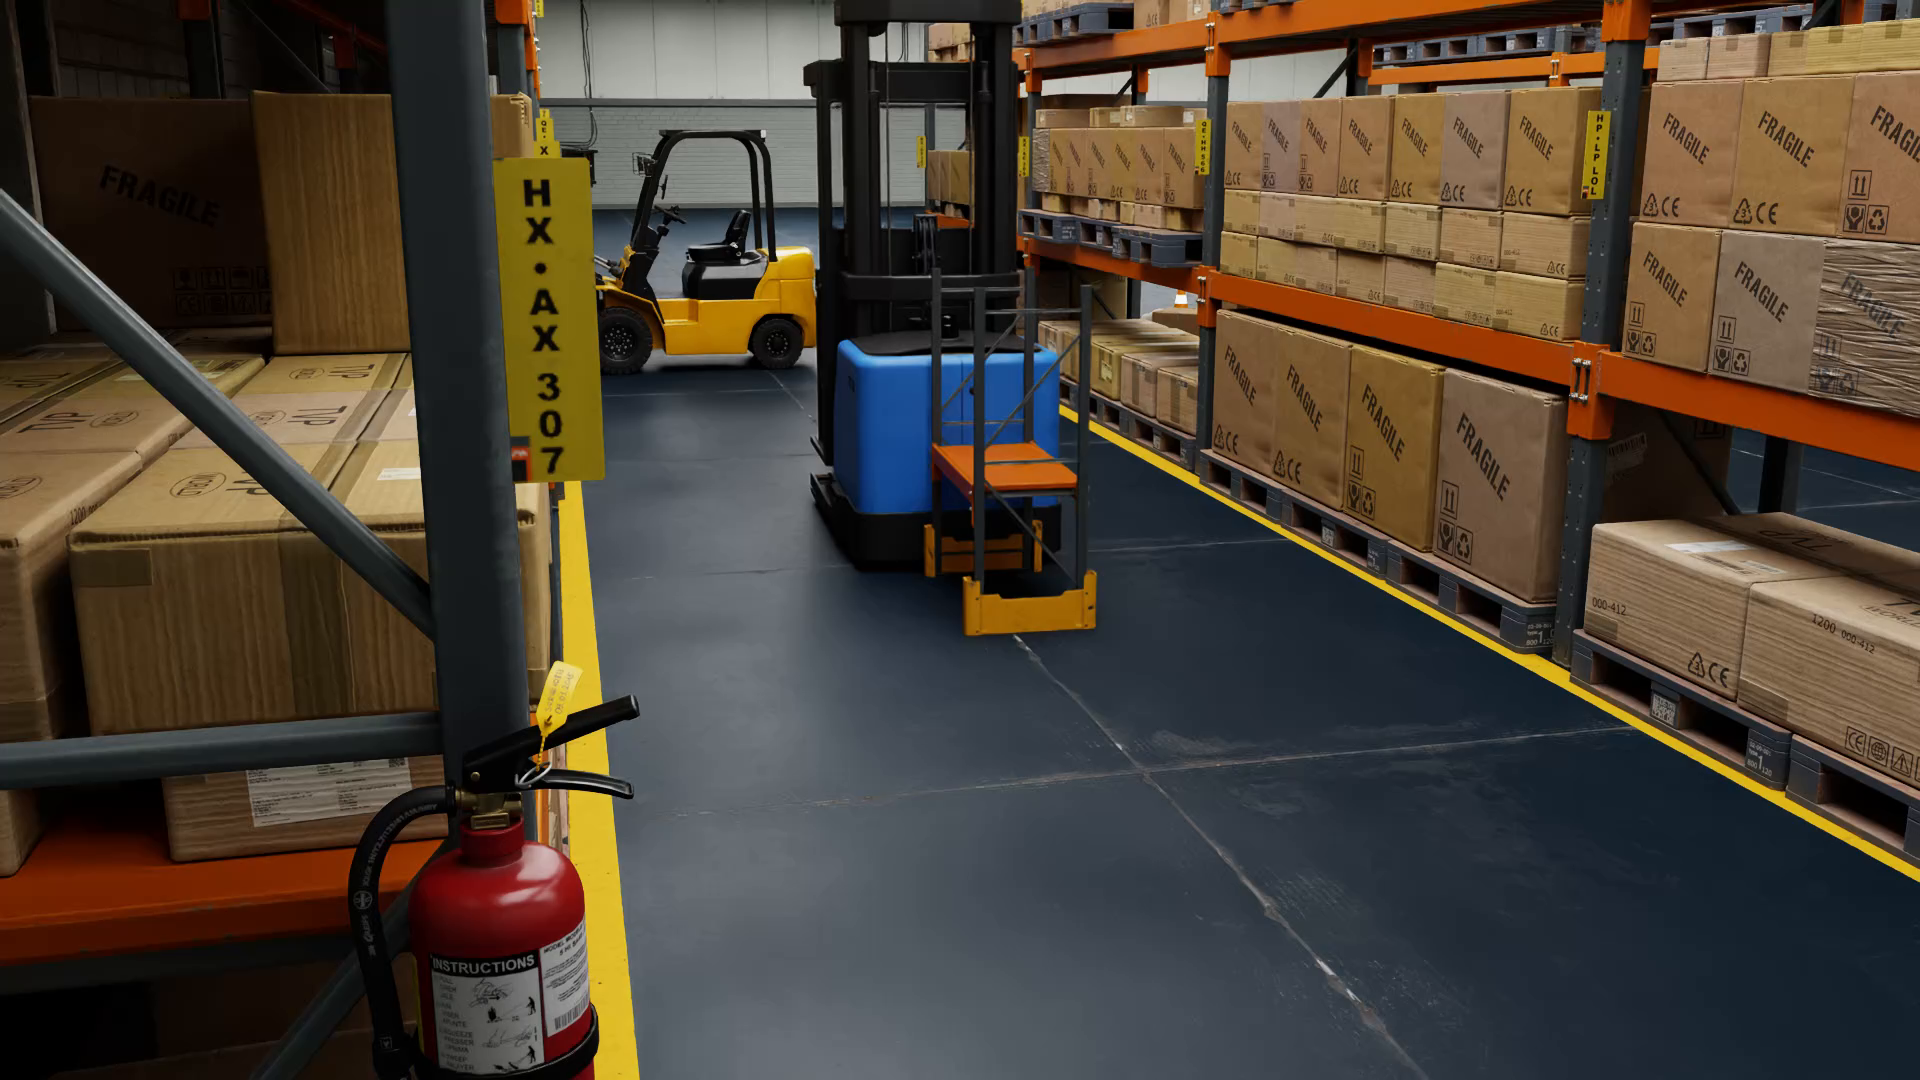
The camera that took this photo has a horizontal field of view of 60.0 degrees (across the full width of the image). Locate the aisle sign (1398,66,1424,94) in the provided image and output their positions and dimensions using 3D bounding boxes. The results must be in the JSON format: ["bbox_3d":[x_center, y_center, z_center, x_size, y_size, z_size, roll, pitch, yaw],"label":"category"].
[{"bbox_3d":[5.185,-5.331,18.951,0.394,0.787,0.004,-3,14,-13],"label":"aisle sign"}]

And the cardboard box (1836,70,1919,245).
[{"bbox_3d":[3.039,-1.143,4.968,0.500,0.500,0.500,-3,14,-12],"label":"cardboard box"}]

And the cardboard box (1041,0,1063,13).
[{"bbox_3d":[0.929,-4.128,12.612,0.500,0.250,0.500,-3,14,-14],"label":"cardboard box"}]

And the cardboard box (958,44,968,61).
[{"bbox_3d":[0.192,-4.679,15.967,0.380,0.149,0.250,-3,14,-13],"label":"cardboard box"}]

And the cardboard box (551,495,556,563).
[{"bbox_3d":[-2.141,-0.162,7.651,0.500,0.500,0.500,-4,14,-15],"label":"cardboard box"}]

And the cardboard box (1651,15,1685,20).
[{"bbox_3d":[5.852,-4.447,13.923,0.250,0.149,0.380,-3,14,-13],"label":"cardboard box"}]

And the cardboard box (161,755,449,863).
[{"bbox_3d":[-0.754,0.263,2.058,0.380,0.149,0.250,-3,14,-14],"label":"cardboard box"}]

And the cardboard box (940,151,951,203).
[{"bbox_3d":[0.089,-3.685,16.853,0.500,0.500,0.500,-3,14,-11],"label":"cardboard box"}]

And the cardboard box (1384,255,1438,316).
[{"bbox_3d":[2.372,-1.219,7.914,0.500,0.250,0.500,-4,14,-15],"label":"cardboard box"}]

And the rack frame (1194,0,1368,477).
[{"bbox_3d":[2.001,-1.891,10.345,1.000,3.000,0.127,-3,14,-13],"label":"rack frame"}]

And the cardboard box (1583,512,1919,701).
[{"bbox_3d":[2.984,0.224,6.205,0.875,0.438,0.875,-3,14,-14],"label":"cardboard box"}]

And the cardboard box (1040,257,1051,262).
[{"bbox_3d":[0.928,-2.440,15.921,0.500,0.500,0.500,-3,14,-10],"label":"cardboard box"}]

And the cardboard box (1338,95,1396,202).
[{"bbox_3d":[2.227,-1.947,8.258,0.500,0.500,0.500,-3,14,-12],"label":"cardboard box"}]

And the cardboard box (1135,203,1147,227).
[{"bbox_3d":[1.408,-2.207,11.285,0.380,0.149,0.250,-4,14,-16],"label":"cardboard box"}]

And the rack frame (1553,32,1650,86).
[{"bbox_3d":[5.850,-3.113,15.347,1.000,3.000,0.127,-3,14,-13],"label":"rack frame"}]

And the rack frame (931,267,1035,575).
[{"bbox_3d":[0.111,-0.568,8.093,0.500,1.500,0.032,-3,14,-11],"label":"rack frame"}]

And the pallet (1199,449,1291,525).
[{"bbox_3d":[2.113,-0.350,9.914,1.003,0.211,1.213,-3,14,-13],"label":"pallet"}]

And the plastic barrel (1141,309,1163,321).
[{"bbox_3d":[2.079,-2.092,16.600,0.512,0.421,0.421,7,15,26],"label":"plastic barrel"}]

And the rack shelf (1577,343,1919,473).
[{"bbox_3d":[3.410,-0.157,4.765,1.077,0.370,4.000,-3,14,-13],"label":"rack shelf"}]

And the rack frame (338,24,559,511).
[{"bbox_3d":[-2.823,-1.613,9.209,1.000,3.000,0.127,-3,14,-13],"label":"rack frame"}]

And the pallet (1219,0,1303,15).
[{"bbox_3d":[2.204,-3.110,9.416,1.213,0.211,1.003,-3,14,-11],"label":"pallet"}]

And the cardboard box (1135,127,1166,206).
[{"bbox_3d":[1.492,-2.496,11.100,0.500,0.500,0.500,-4,14,-14],"label":"cardboard box"}]

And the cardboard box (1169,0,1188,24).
[{"bbox_3d":[1.788,-3.616,10.875,0.700,0.500,0.500,-3,14,-13],"label":"cardboard box"}]

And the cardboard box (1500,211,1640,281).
[{"bbox_3d":[2.601,-1.226,6.887,0.500,0.250,0.500,-3,14,-13],"label":"cardboard box"}]

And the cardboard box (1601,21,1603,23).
[{"bbox_3d":[5.749,-4.604,14.318,0.258,0.266,0.396,-4,14,-14],"label":"cardboard box"}]

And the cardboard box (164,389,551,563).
[{"bbox_3d":[-0.907,-0.075,2.604,0.500,0.250,0.500,-3,14,-13],"label":"cardboard box"}]

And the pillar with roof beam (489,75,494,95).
[{"bbox_3d":[-8.275,-13.323,44.498,9.100,9.000,0.400,-3,14,-13],"label":"pillar with roof beam"}]

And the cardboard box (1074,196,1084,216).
[{"bbox_3d":[1.095,-2.569,12.768,0.380,0.149,0.250,-3,14,-12],"label":"cardboard box"}]

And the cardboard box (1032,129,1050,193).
[{"bbox_3d":[0.893,-3.086,13.517,0.500,0.500,0.500,-3,14,-12],"label":"cardboard box"}]

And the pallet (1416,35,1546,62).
[{"bbox_3d":[5.385,-4.997,16.926,1.003,0.211,1.213,-3,14,-13],"label":"pallet"}]

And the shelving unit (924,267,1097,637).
[{"bbox_3d":[0.210,-0.448,7.600,0.587,1.500,1.083,-3,14,-11],"label":"shelving unit"}]

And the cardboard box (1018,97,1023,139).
[{"bbox_3d":[0.768,-3.957,15.860,0.700,0.500,0.500,-3,14,-14],"label":"cardboard box"}]

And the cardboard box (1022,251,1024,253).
[{"bbox_3d":[0.832,-2.914,16.494,0.380,0.149,0.250,-3,14,-11],"label":"cardboard box"}]

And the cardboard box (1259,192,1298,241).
[{"bbox_3d":[2.001,-1.811,9.281,0.500,0.250,0.500,-3,14,-12],"label":"cardboard box"}]

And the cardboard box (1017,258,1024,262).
[{"bbox_3d":[0.420,-2.402,15.769,0.500,0.500,0.500,-3,14,-10],"label":"cardboard box"}]

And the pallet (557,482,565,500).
[{"bbox_3d":[-2.978,-0.451,10.326,1.003,0.211,1.213,-3,14,-13],"label":"pallet"}]

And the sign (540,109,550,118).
[{"bbox_3d":[-4.171,-4.163,16.708,0.100,0.325,0.005,-3,14,-13],"label":"sign"}]

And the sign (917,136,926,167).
[{"bbox_3d":[-0.405,-4.126,17.673,0.100,0.325,0.005,-3,14,-13],"label":"sign"}]

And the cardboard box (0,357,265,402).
[{"bbox_3d":[-1.541,-0.164,2.967,0.500,0.250,0.500,-3,14,-11],"label":"cardboard box"}]

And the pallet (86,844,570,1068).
[{"bbox_3d":[-1.433,1.105,3.960,1.003,0.211,1.213,-3,14,-13],"label":"pallet"}]

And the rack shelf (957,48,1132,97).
[{"bbox_3d":[0.592,-4.382,15.740,1.077,0.370,4.000,-3,14,-13],"label":"rack shelf"}]

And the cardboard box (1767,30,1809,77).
[{"bbox_3d":[2.939,-1.615,5.533,0.380,0.149,0.250,-3,14,-14],"label":"cardboard box"}]

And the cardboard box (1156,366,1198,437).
[{"bbox_3d":[1.878,-0.949,11.143,0.950,0.372,0.625,-4,14,-17],"label":"cardboard box"}]

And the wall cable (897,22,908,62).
[{"bbox_3d":[-2.635,-16.014,48.347,2.305,6.003,0.169,-3,14,-13],"label":"wall cable"}]

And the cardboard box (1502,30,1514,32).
[{"bbox_3d":[5.332,-4.884,15.712,0.380,0.149,0.250,-3,14,-12],"label":"cardboard box"}]

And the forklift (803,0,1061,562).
[{"bbox_3d":[-0.276,-1.619,9.379,1.130,2.935,3.031,-3,14,-11],"label":"forklift"}]
